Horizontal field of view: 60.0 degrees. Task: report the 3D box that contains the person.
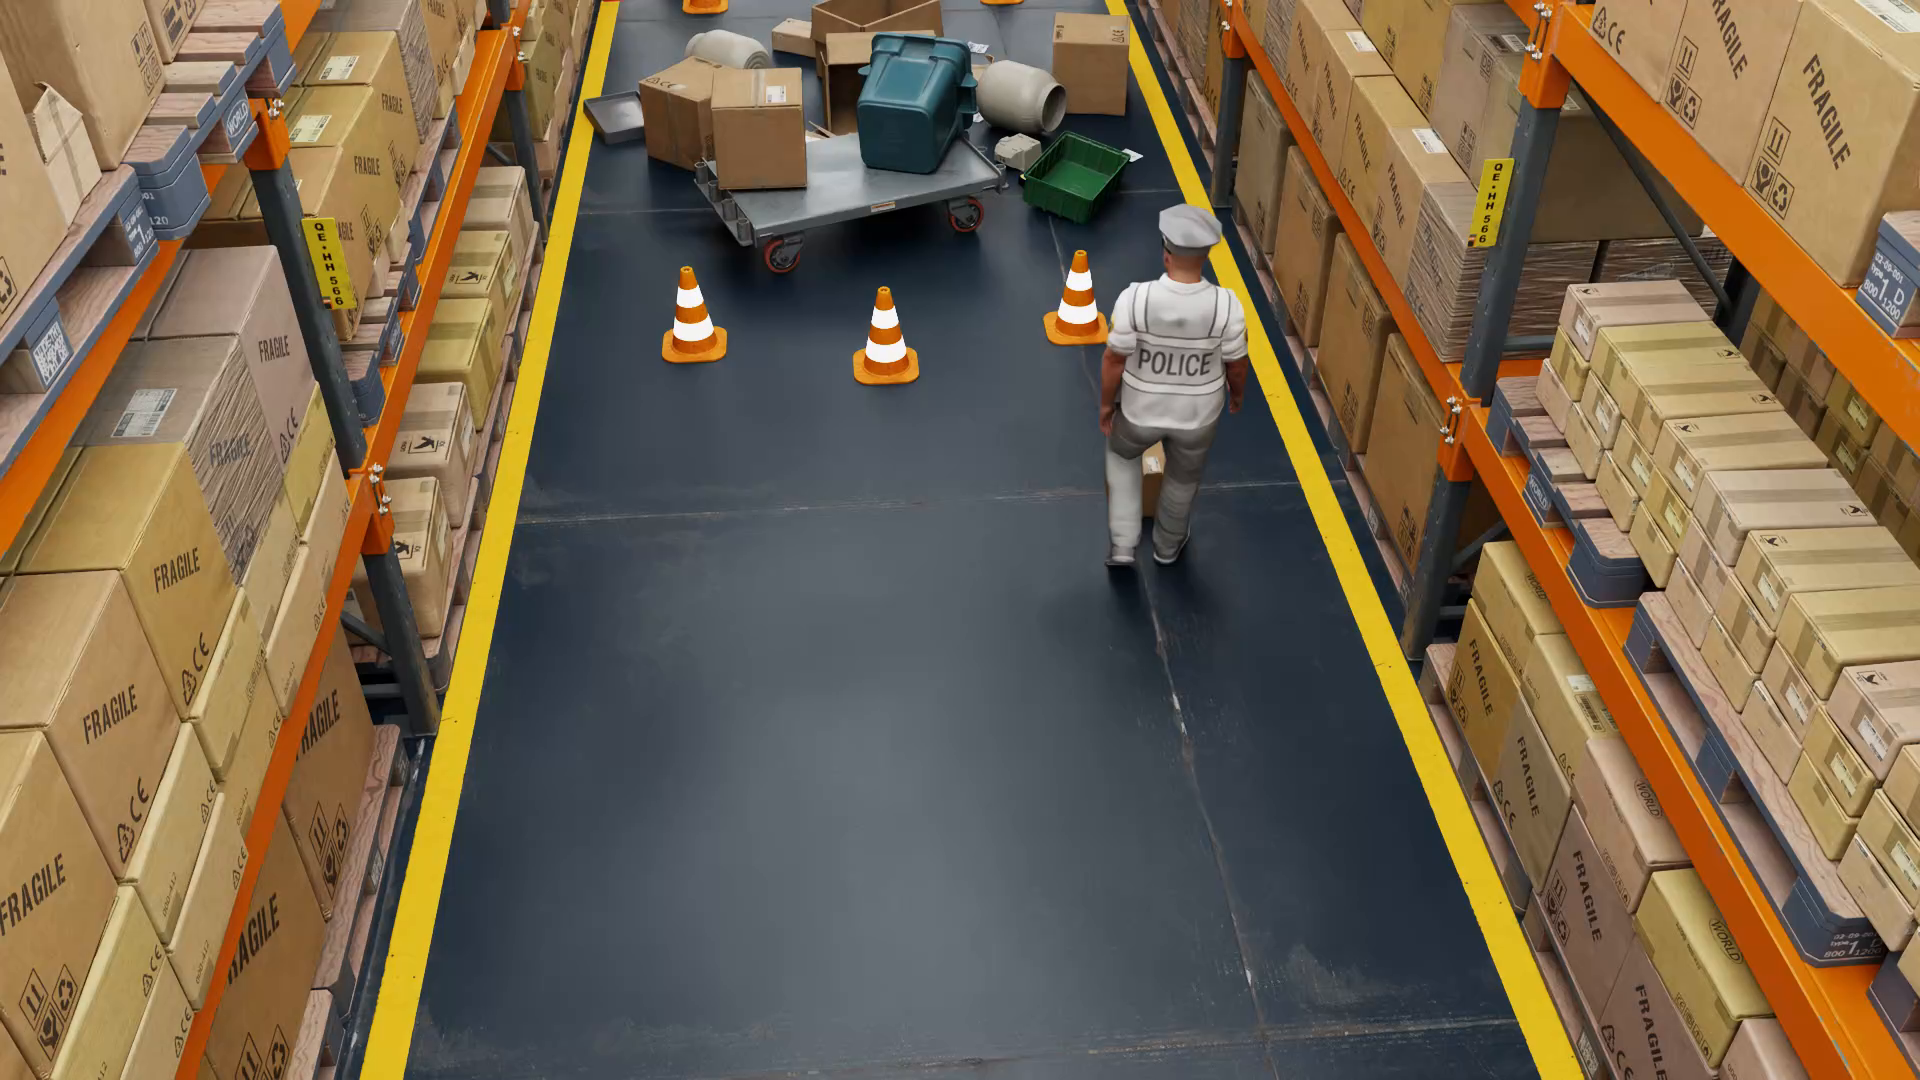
[{"bbox_3d":[0.878,-0.595,6.890,0.594,1.767,0.535,5,39,6],"label":"person"}]
